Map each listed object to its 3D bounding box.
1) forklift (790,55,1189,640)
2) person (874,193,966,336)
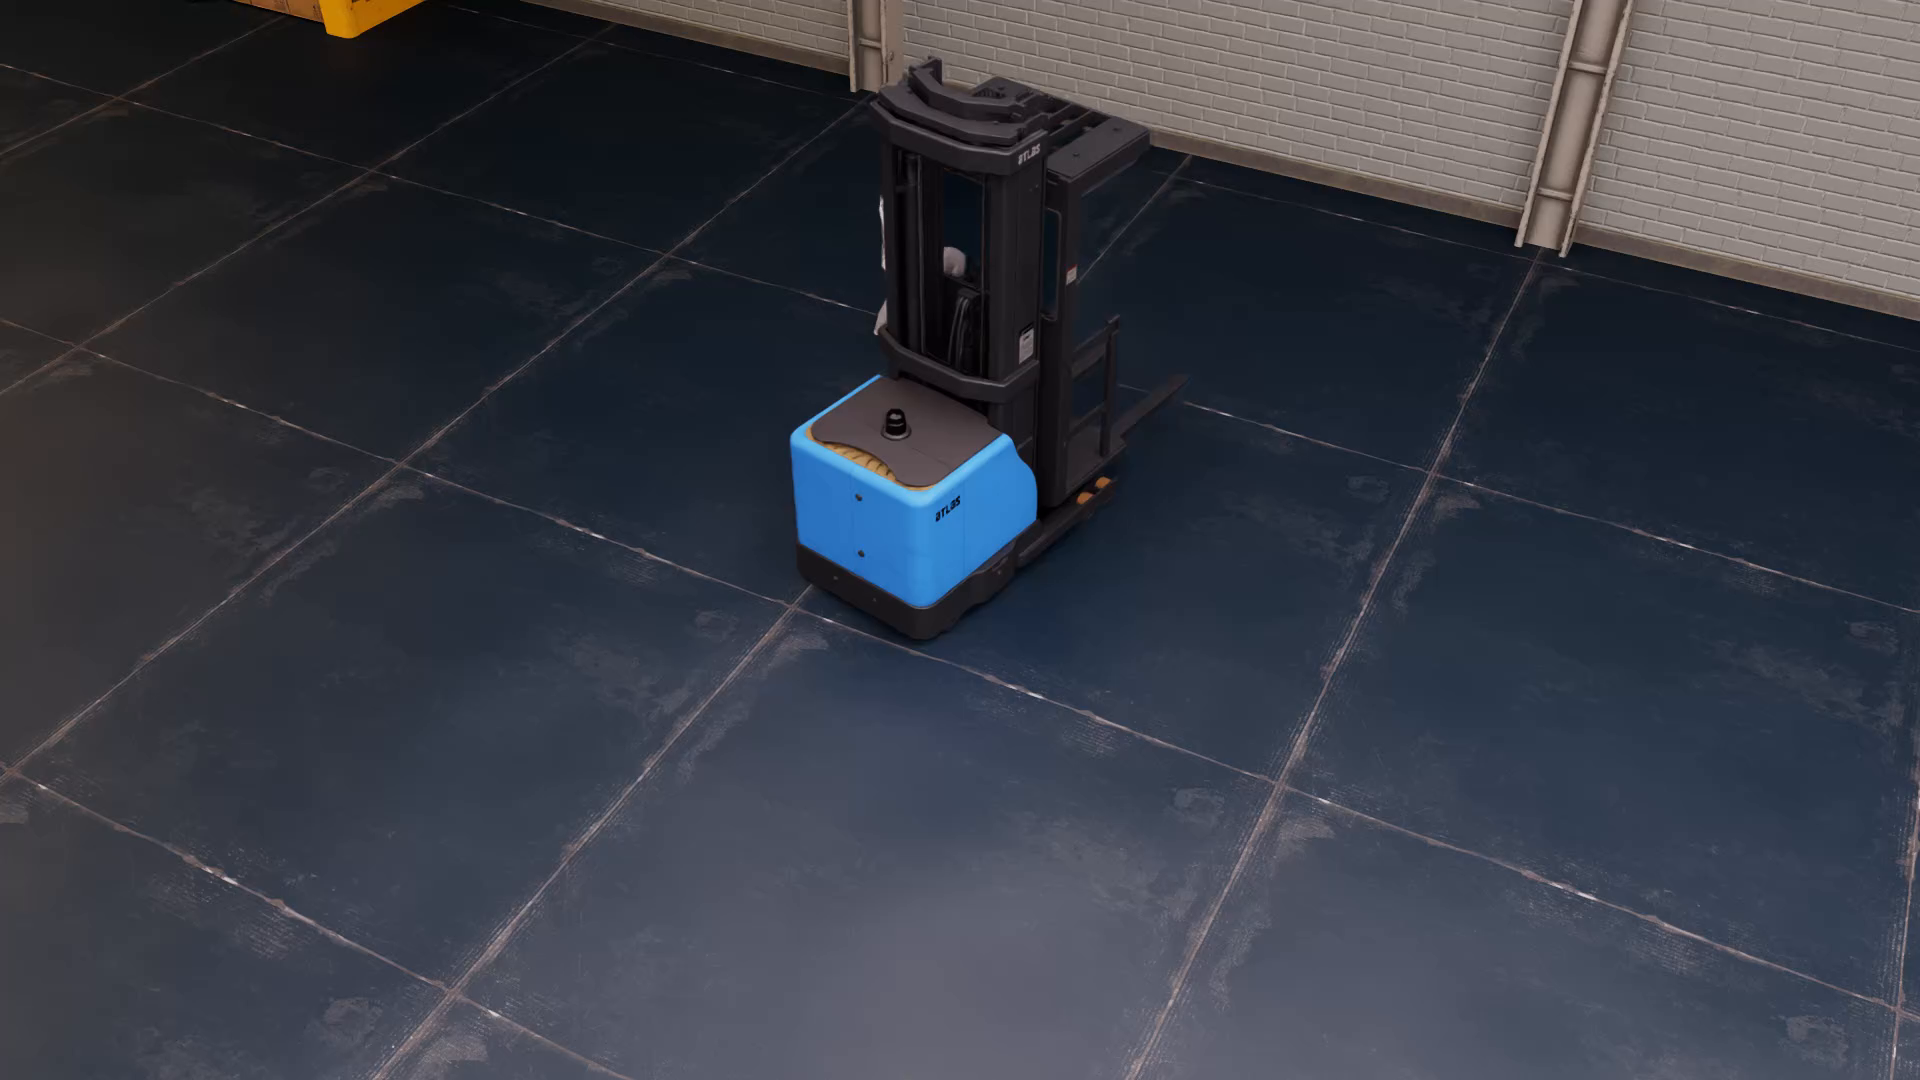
[{"bbox_3d":[0.343,-1.440,9.697,1.130,2.935,3.031,27,47,29],"label":"forklift"},{"bbox_3d":[-0.261,-2.027,11.571,0.705,1.460,0.666,26,47,28],"label":"person"}]
